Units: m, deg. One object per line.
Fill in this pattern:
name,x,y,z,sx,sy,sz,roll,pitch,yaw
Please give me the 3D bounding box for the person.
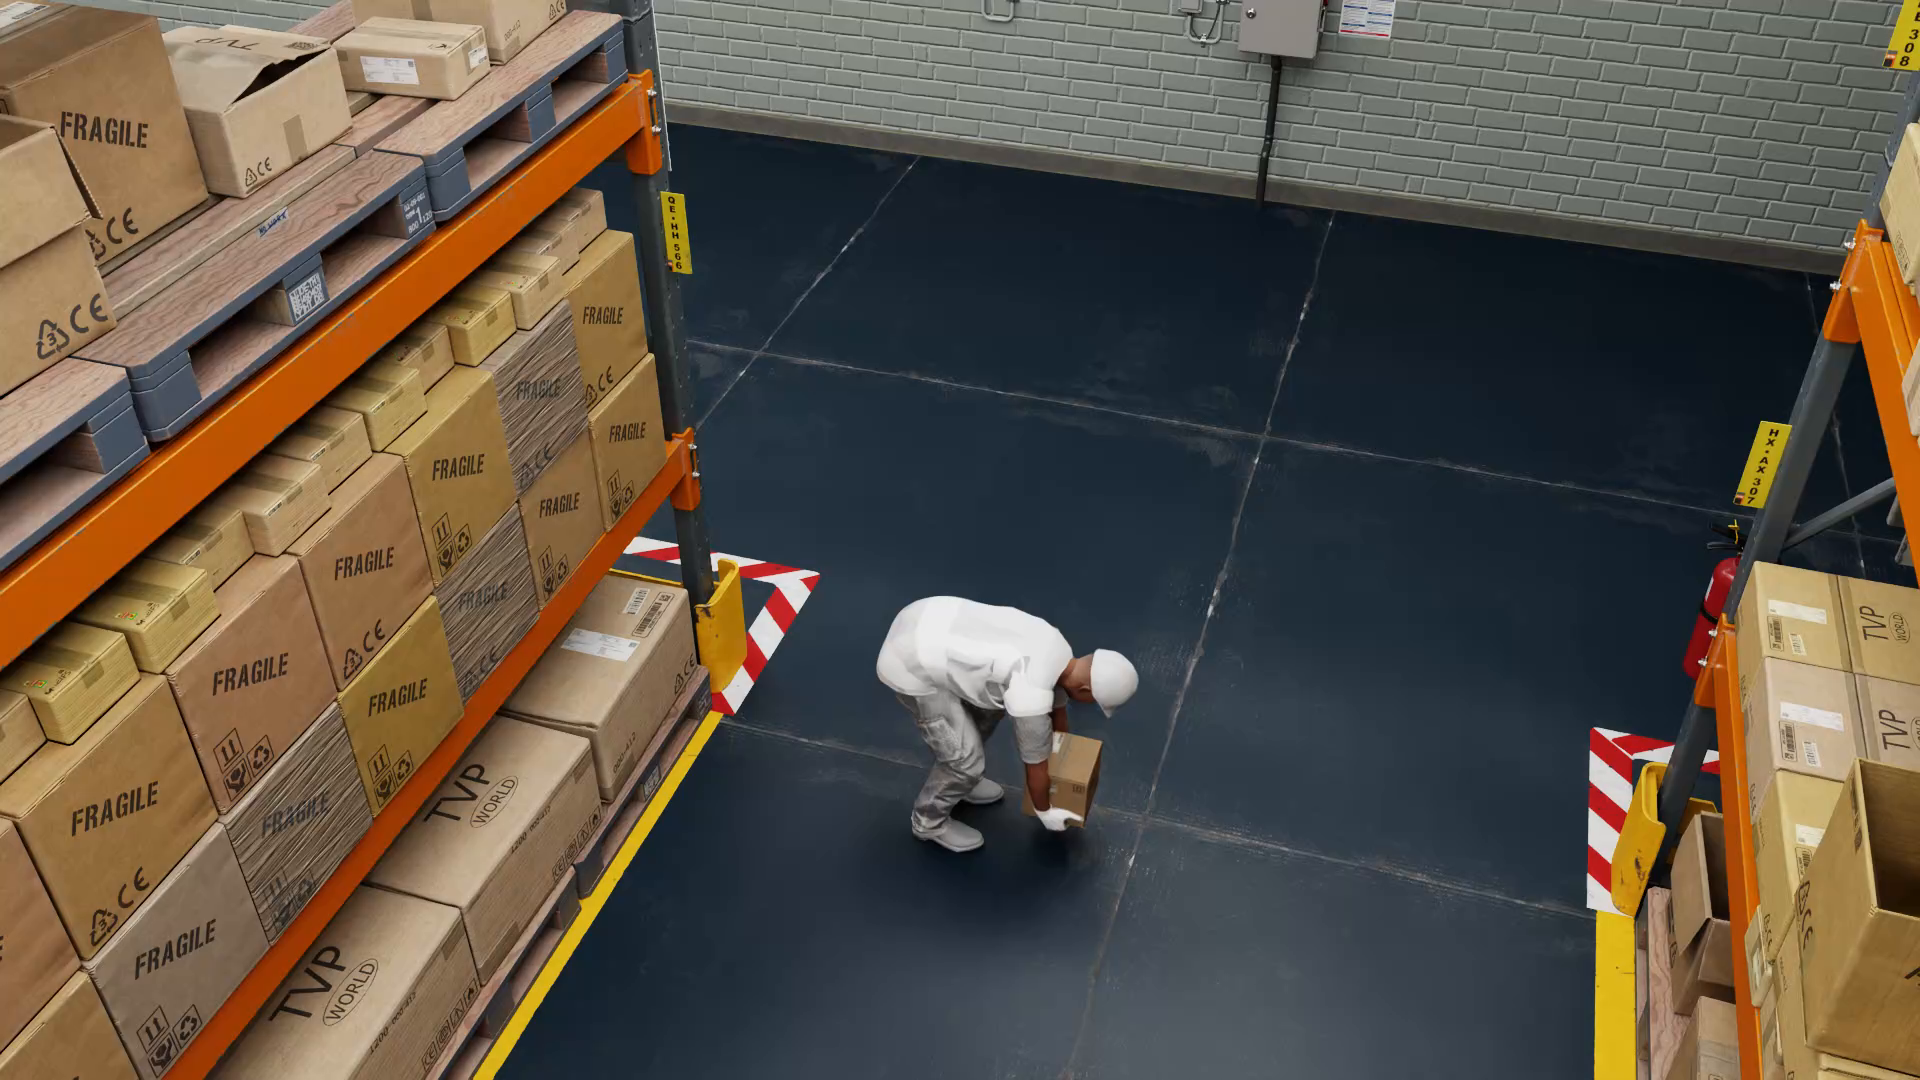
person,0.183,0.731,6.484,0.991,1.075,0.513,9,38,12
